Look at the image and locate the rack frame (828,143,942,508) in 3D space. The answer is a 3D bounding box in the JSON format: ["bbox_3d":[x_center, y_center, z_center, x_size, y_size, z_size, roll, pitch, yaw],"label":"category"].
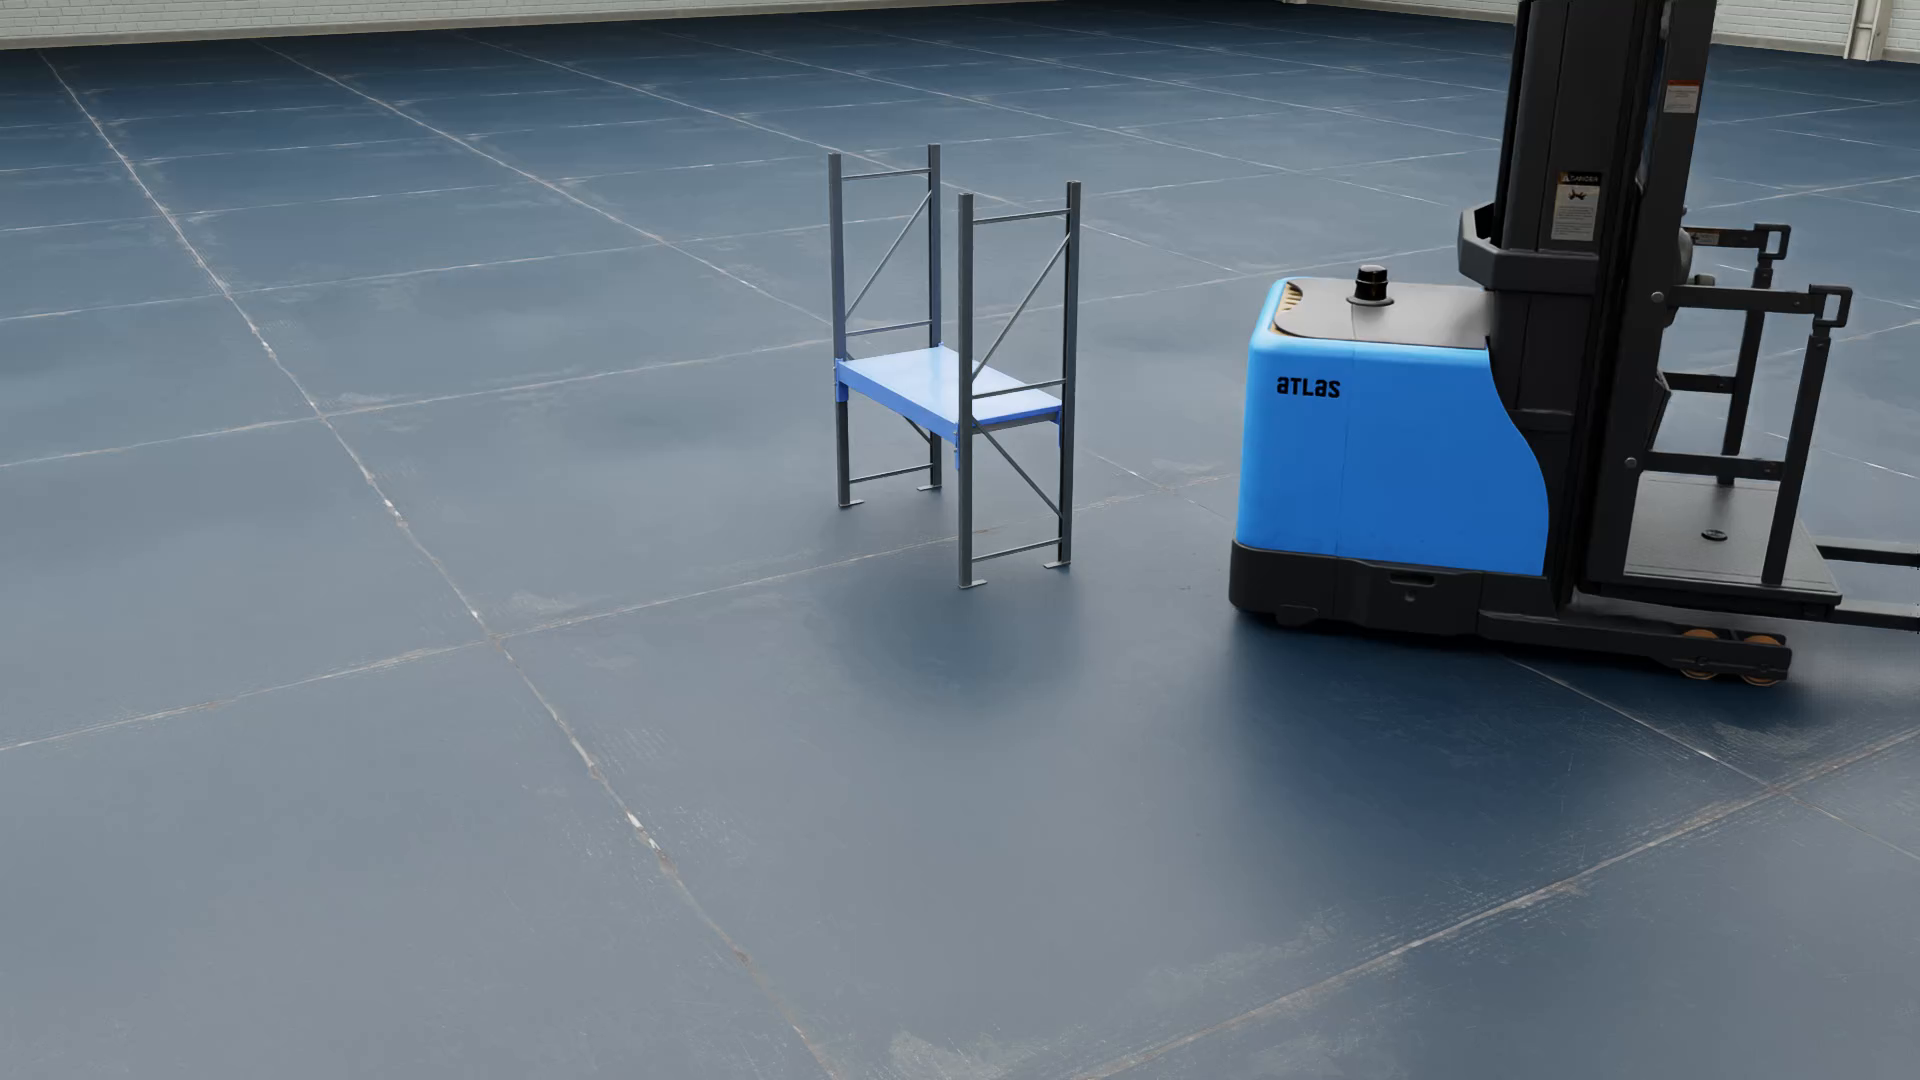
[{"bbox_3d":[-0.303,-0.887,7.002,0.500,1.500,0.032,-13,25,-28],"label":"rack frame"}]

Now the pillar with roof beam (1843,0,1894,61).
[{"bbox_3d":[9.112,-10.166,19.873,9.100,9.000,0.400,-13,25,-28],"label":"pillar with roof beam"}]

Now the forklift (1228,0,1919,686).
[{"bbox_3d":[2.557,-1.088,5.595,3.031,2.935,1.130,6,23,14],"label":"forklift"}]

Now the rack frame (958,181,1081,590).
[{"bbox_3d":[0.216,-0.558,6.192,0.500,1.500,0.032,-13,25,-28],"label":"rack frame"}]

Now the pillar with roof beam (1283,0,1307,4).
[{"bbox_3d":[2.982,-14.051,29.430,9.100,9.000,0.400,-13,25,-28],"label":"pillar with roof beam"}]

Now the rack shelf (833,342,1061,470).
[{"bbox_3d":[-0.044,-0.556,6.665,0.538,0.185,1.000,-13,25,-28],"label":"rack shelf"}]

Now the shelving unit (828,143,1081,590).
[{"bbox_3d":[-0.044,-0.722,6.597,0.538,1.500,1.048,-13,25,-28],"label":"shelving unit"}]
